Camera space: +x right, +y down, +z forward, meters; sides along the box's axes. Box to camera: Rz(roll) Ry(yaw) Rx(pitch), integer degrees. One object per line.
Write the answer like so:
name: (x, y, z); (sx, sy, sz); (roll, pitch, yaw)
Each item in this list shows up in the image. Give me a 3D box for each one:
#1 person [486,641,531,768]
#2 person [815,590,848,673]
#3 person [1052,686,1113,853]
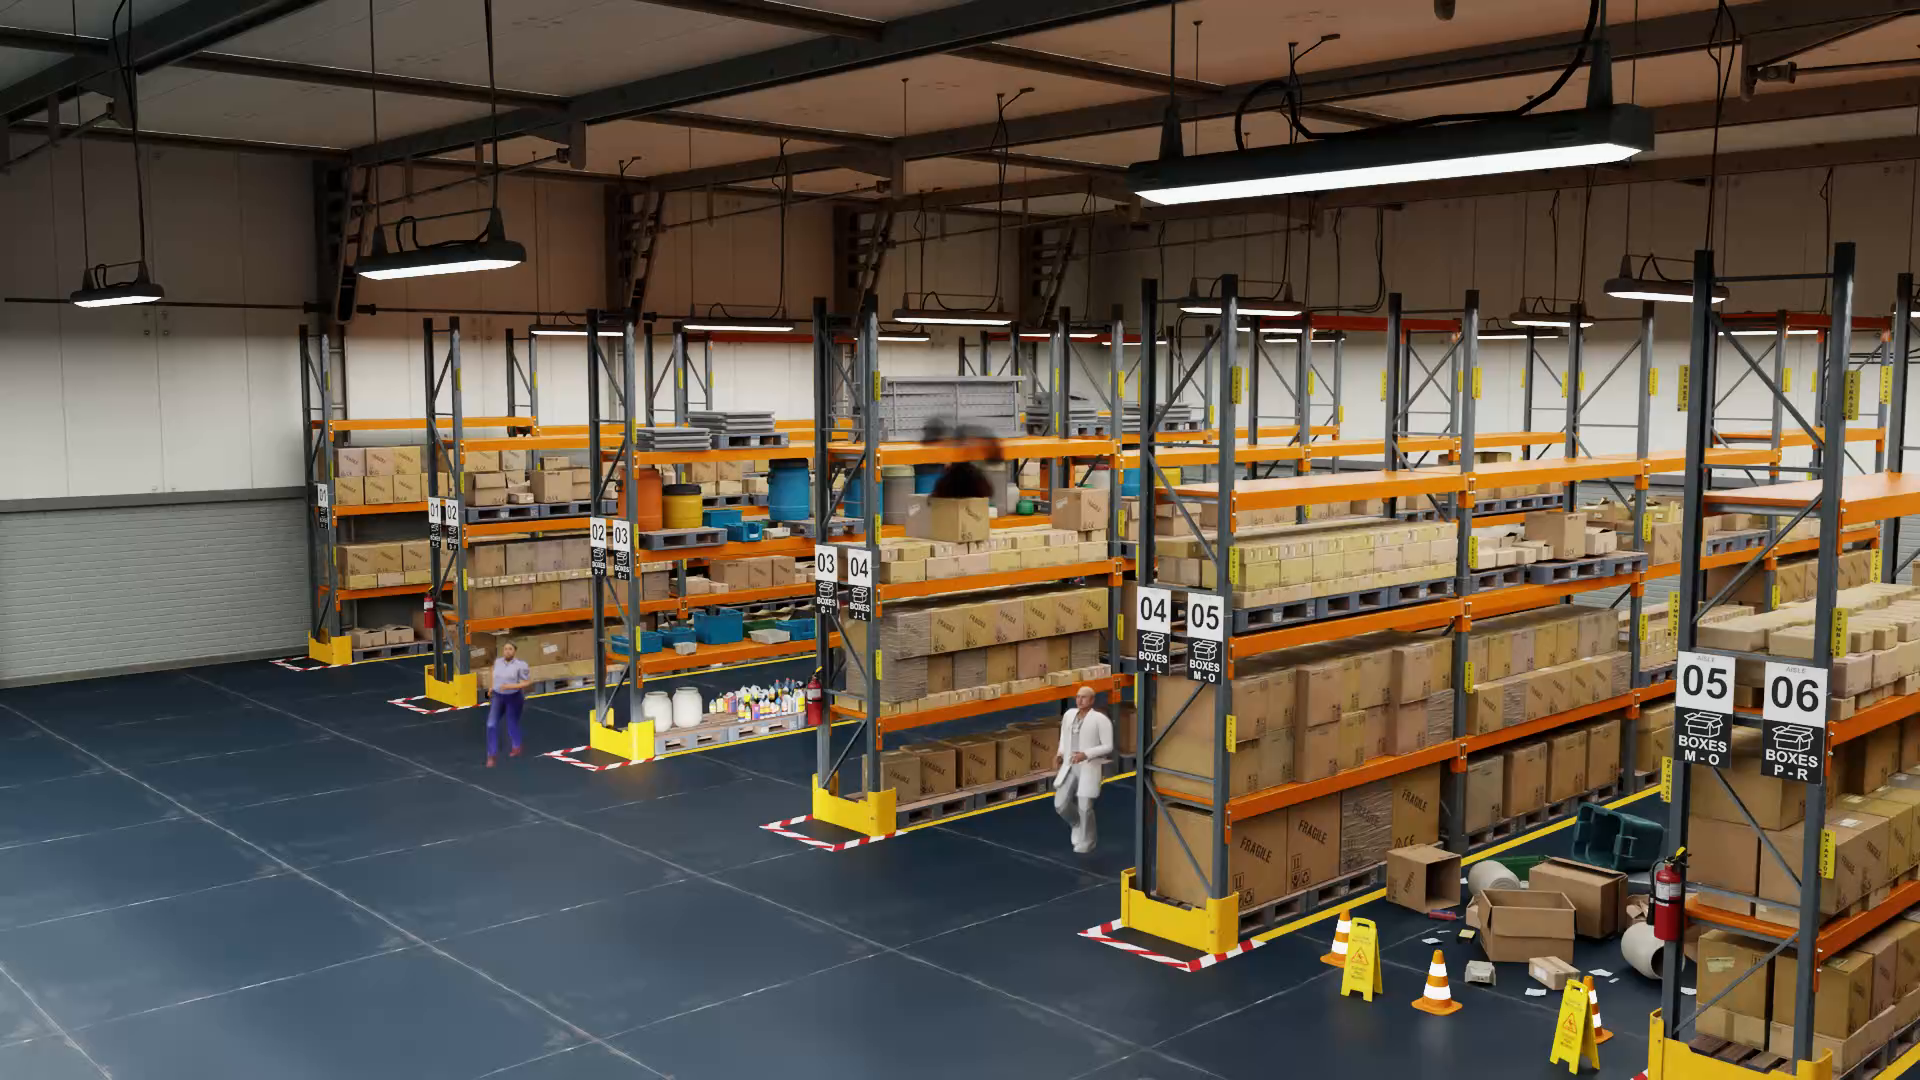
person: (-5.948, 2.165, 22.018); (0.613, 1.705, 0.755); (1, 6, 7)
person: (-2.123, 1.414, 28.220); (0.741, 1.792, 0.899); (3, 7, 29)
person: (1.219, 2.359, 17.000); (0.703, 1.732, 0.625); (4, 7, 33)
